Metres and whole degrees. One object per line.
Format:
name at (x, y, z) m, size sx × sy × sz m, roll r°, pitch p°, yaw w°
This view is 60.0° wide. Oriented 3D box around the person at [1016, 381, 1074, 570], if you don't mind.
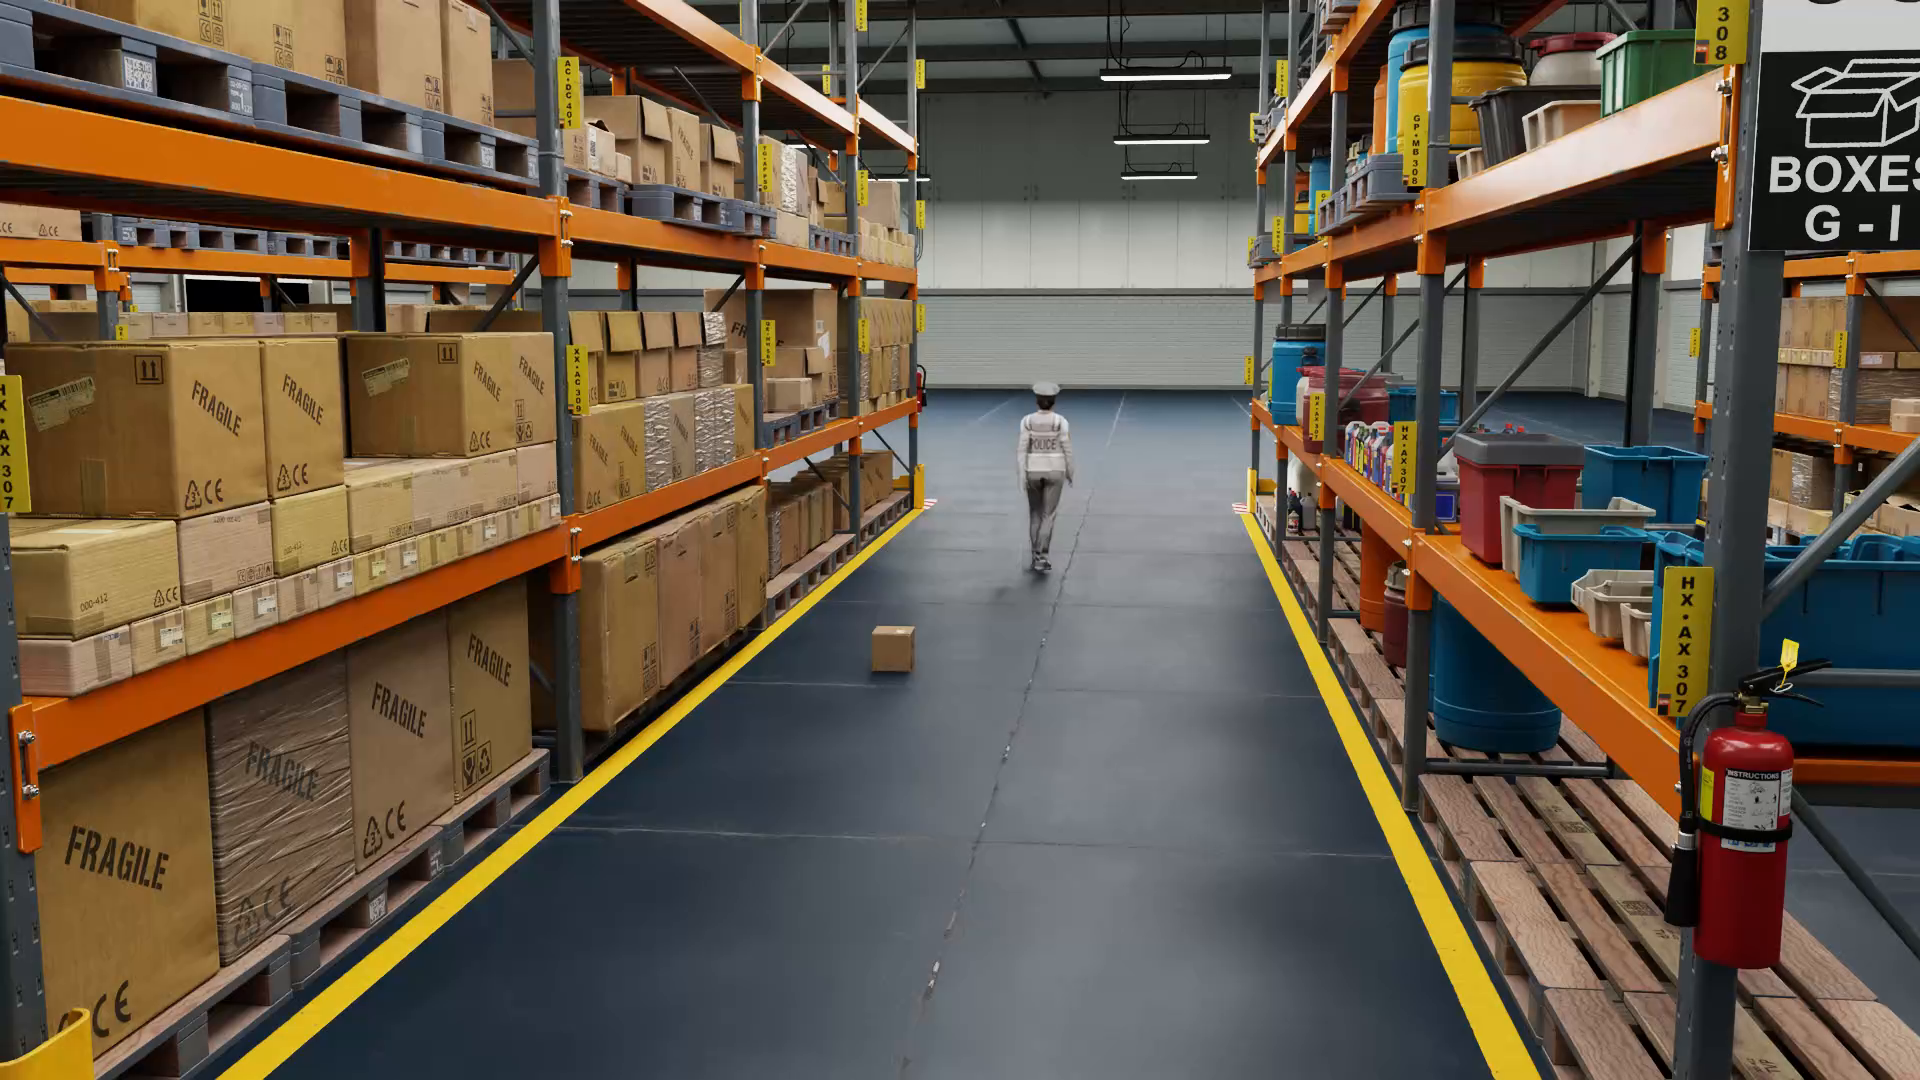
person at (0.781, -0.550, 14.872) m, size 0.484 × 1.743 × 0.690 m, roll 3°, pitch 8°, yaw 19°
